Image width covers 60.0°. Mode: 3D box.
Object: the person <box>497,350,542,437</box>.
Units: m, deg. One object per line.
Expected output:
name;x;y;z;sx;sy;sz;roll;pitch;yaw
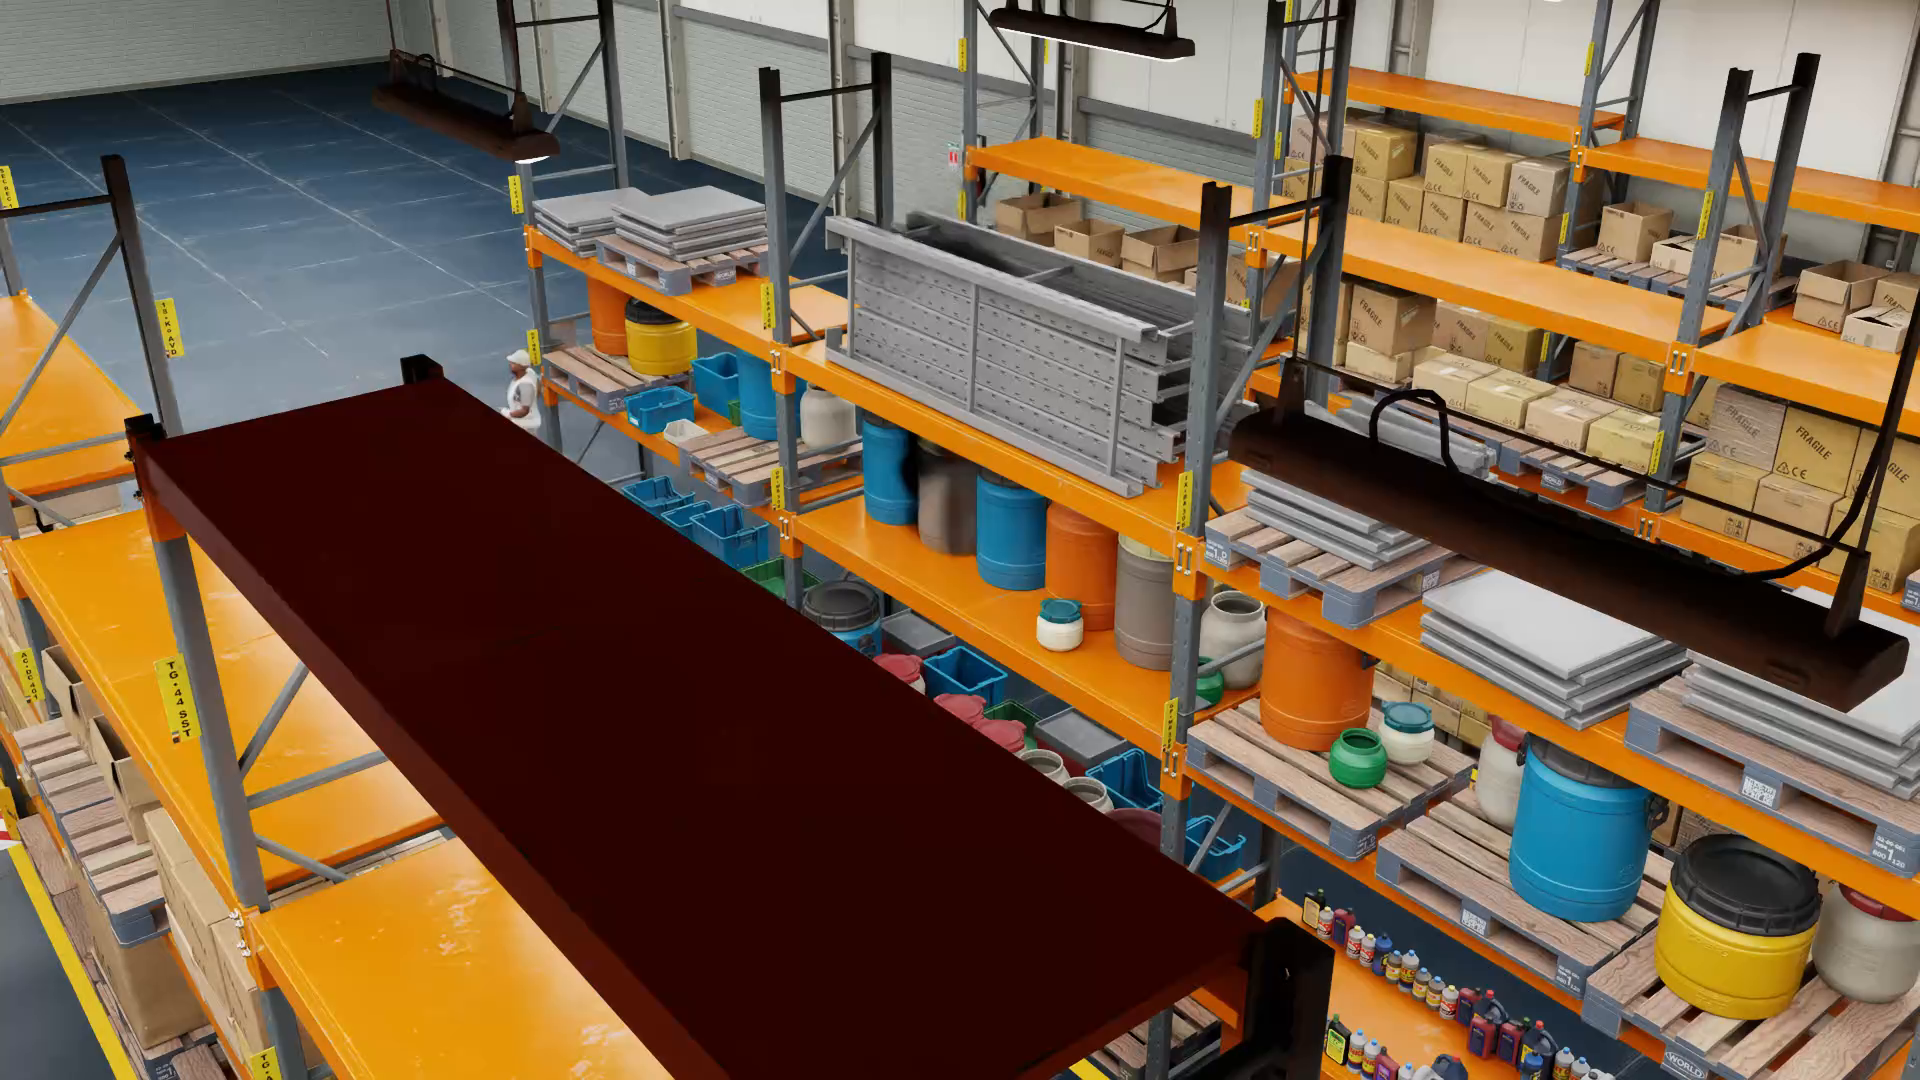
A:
person;-5.024;-1.347;19.041;0.597;1.739;0.679;-7;27;-14
